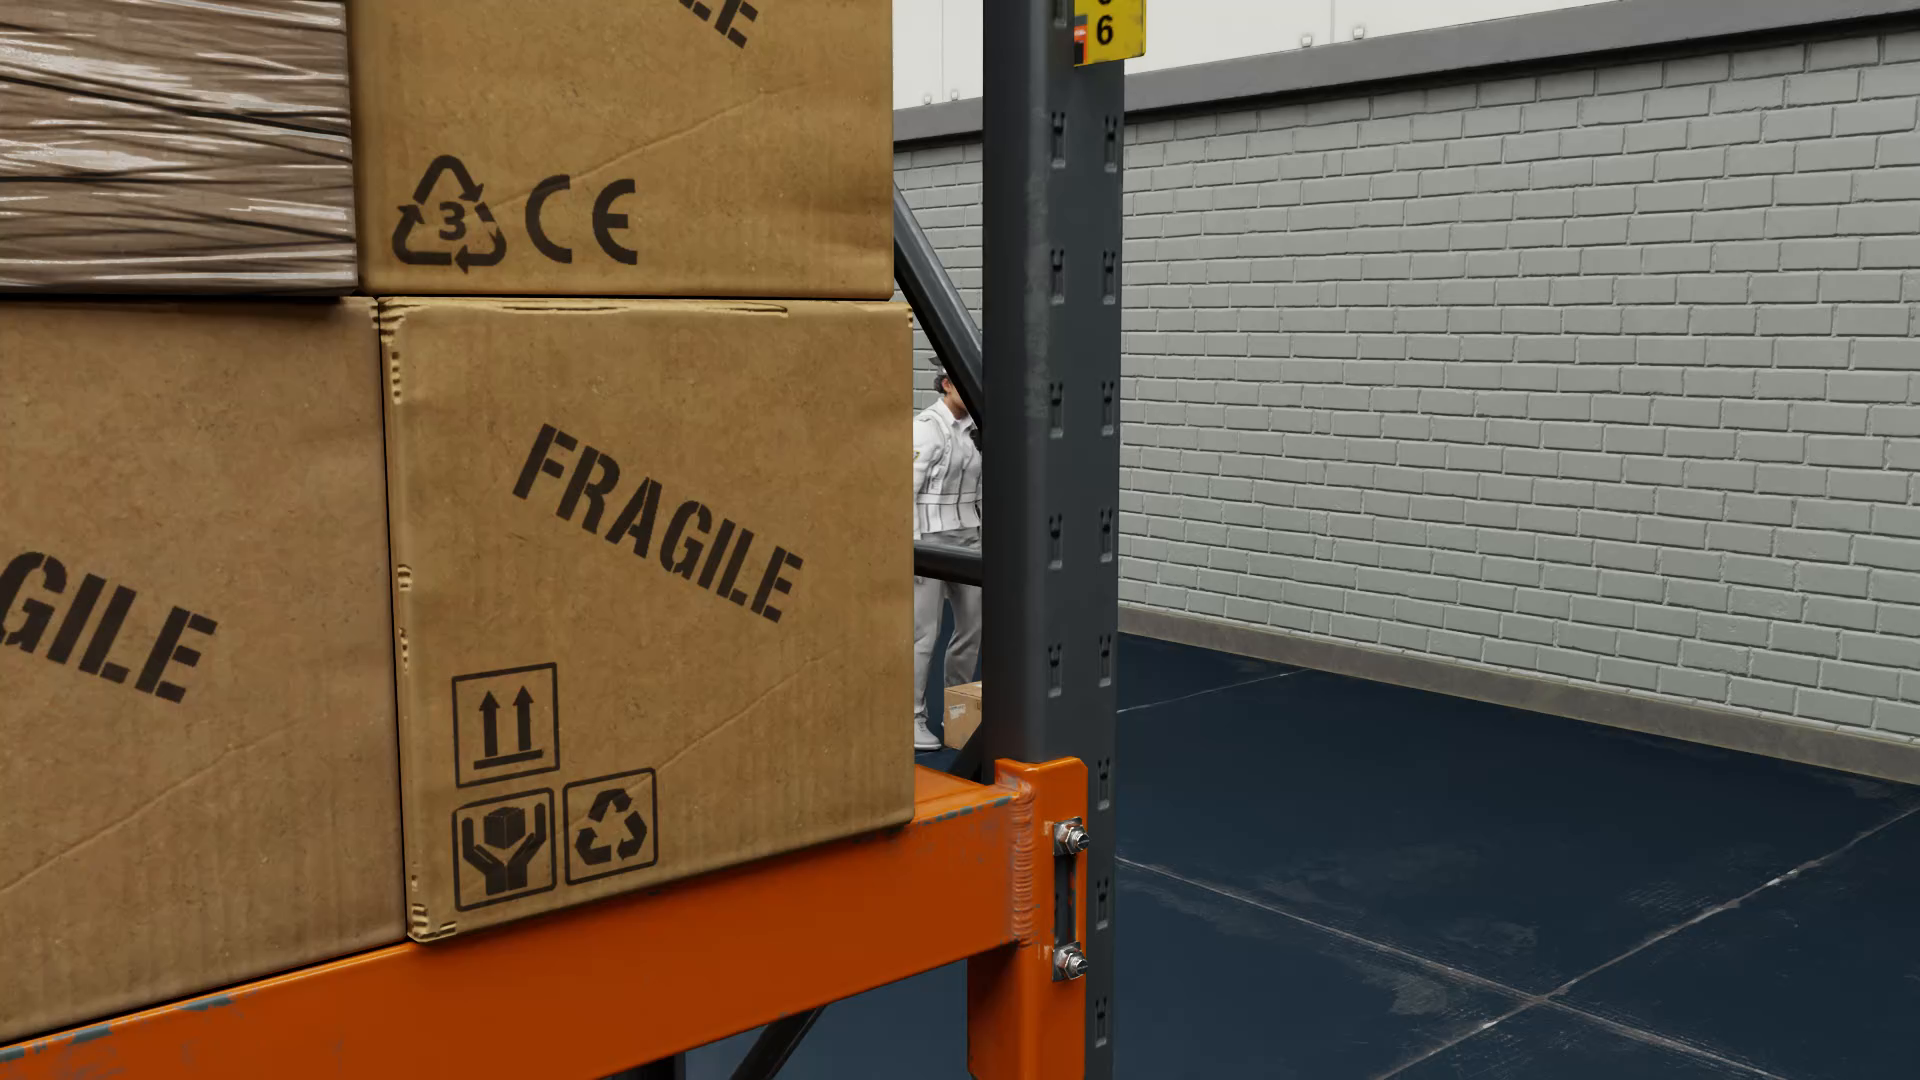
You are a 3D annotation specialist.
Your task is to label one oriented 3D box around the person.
[{"bbox_3d":[-0.053,0.025,7.091,0.542,1.662,0.375,-7,11,-44],"label":"person"}]
